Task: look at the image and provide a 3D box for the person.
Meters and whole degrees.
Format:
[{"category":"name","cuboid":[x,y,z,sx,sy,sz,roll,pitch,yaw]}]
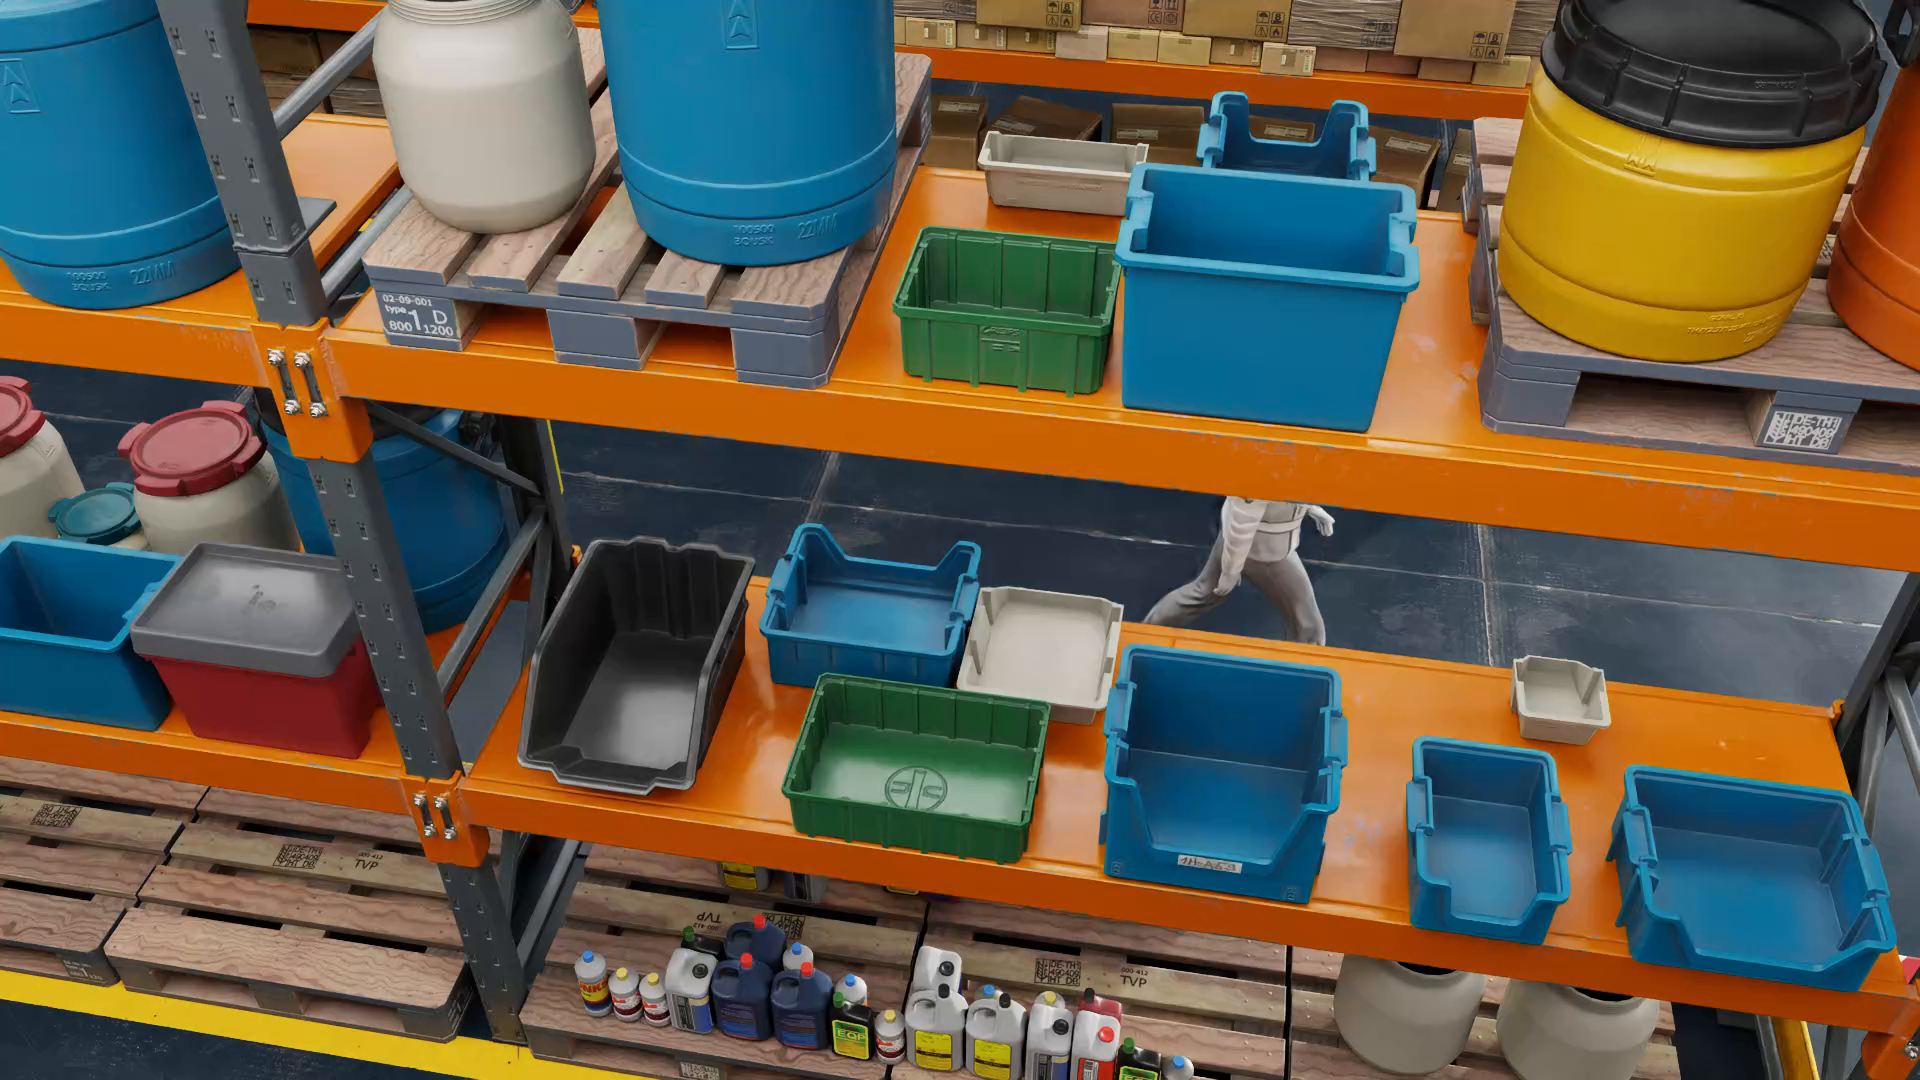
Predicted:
[{"category":"person","cuboid":[1.152,-0.036,6.167,1.028,1.630,0.490,5,41,6]}]
